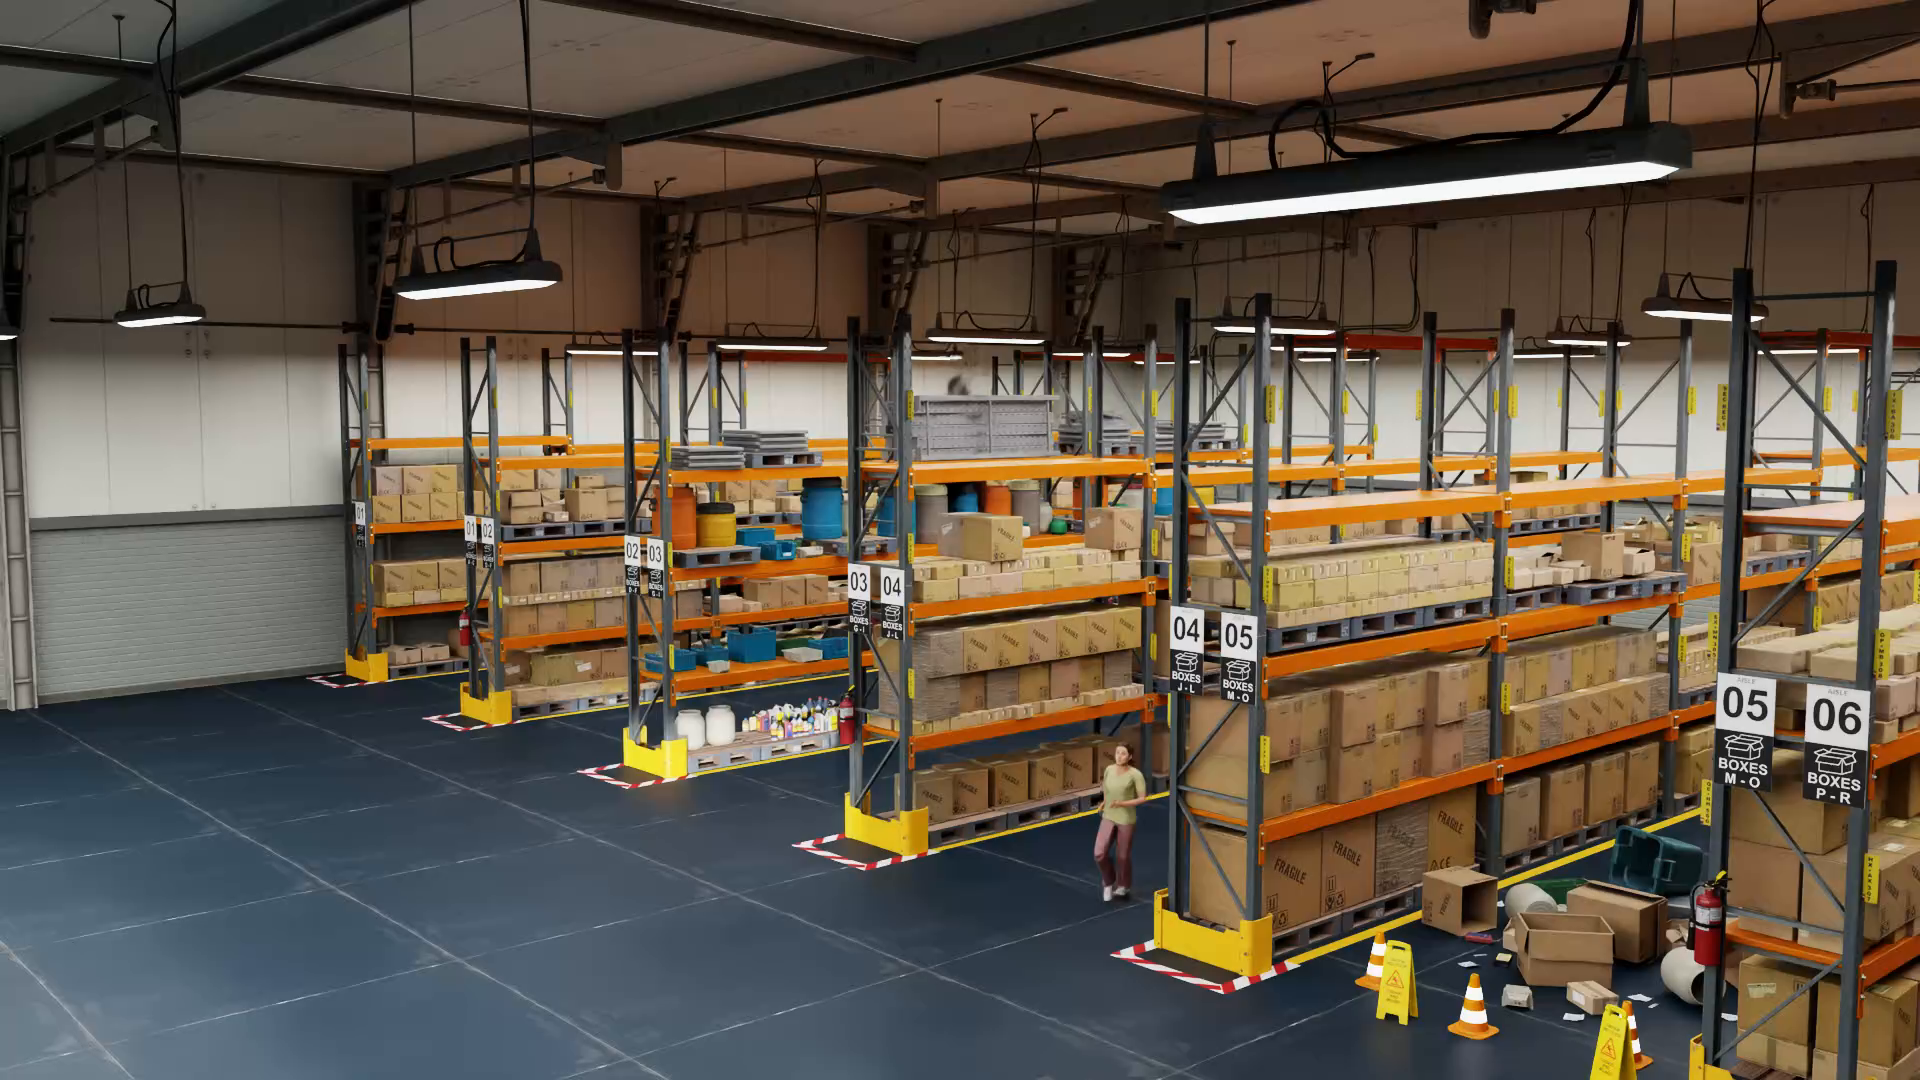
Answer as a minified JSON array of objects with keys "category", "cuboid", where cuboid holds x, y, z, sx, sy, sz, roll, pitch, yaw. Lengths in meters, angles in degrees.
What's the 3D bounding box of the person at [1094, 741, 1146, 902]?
[{"category":"person","cuboid":[1.618,2.843,16.764,0.550,1.637,0.631,3,6,27]}]
